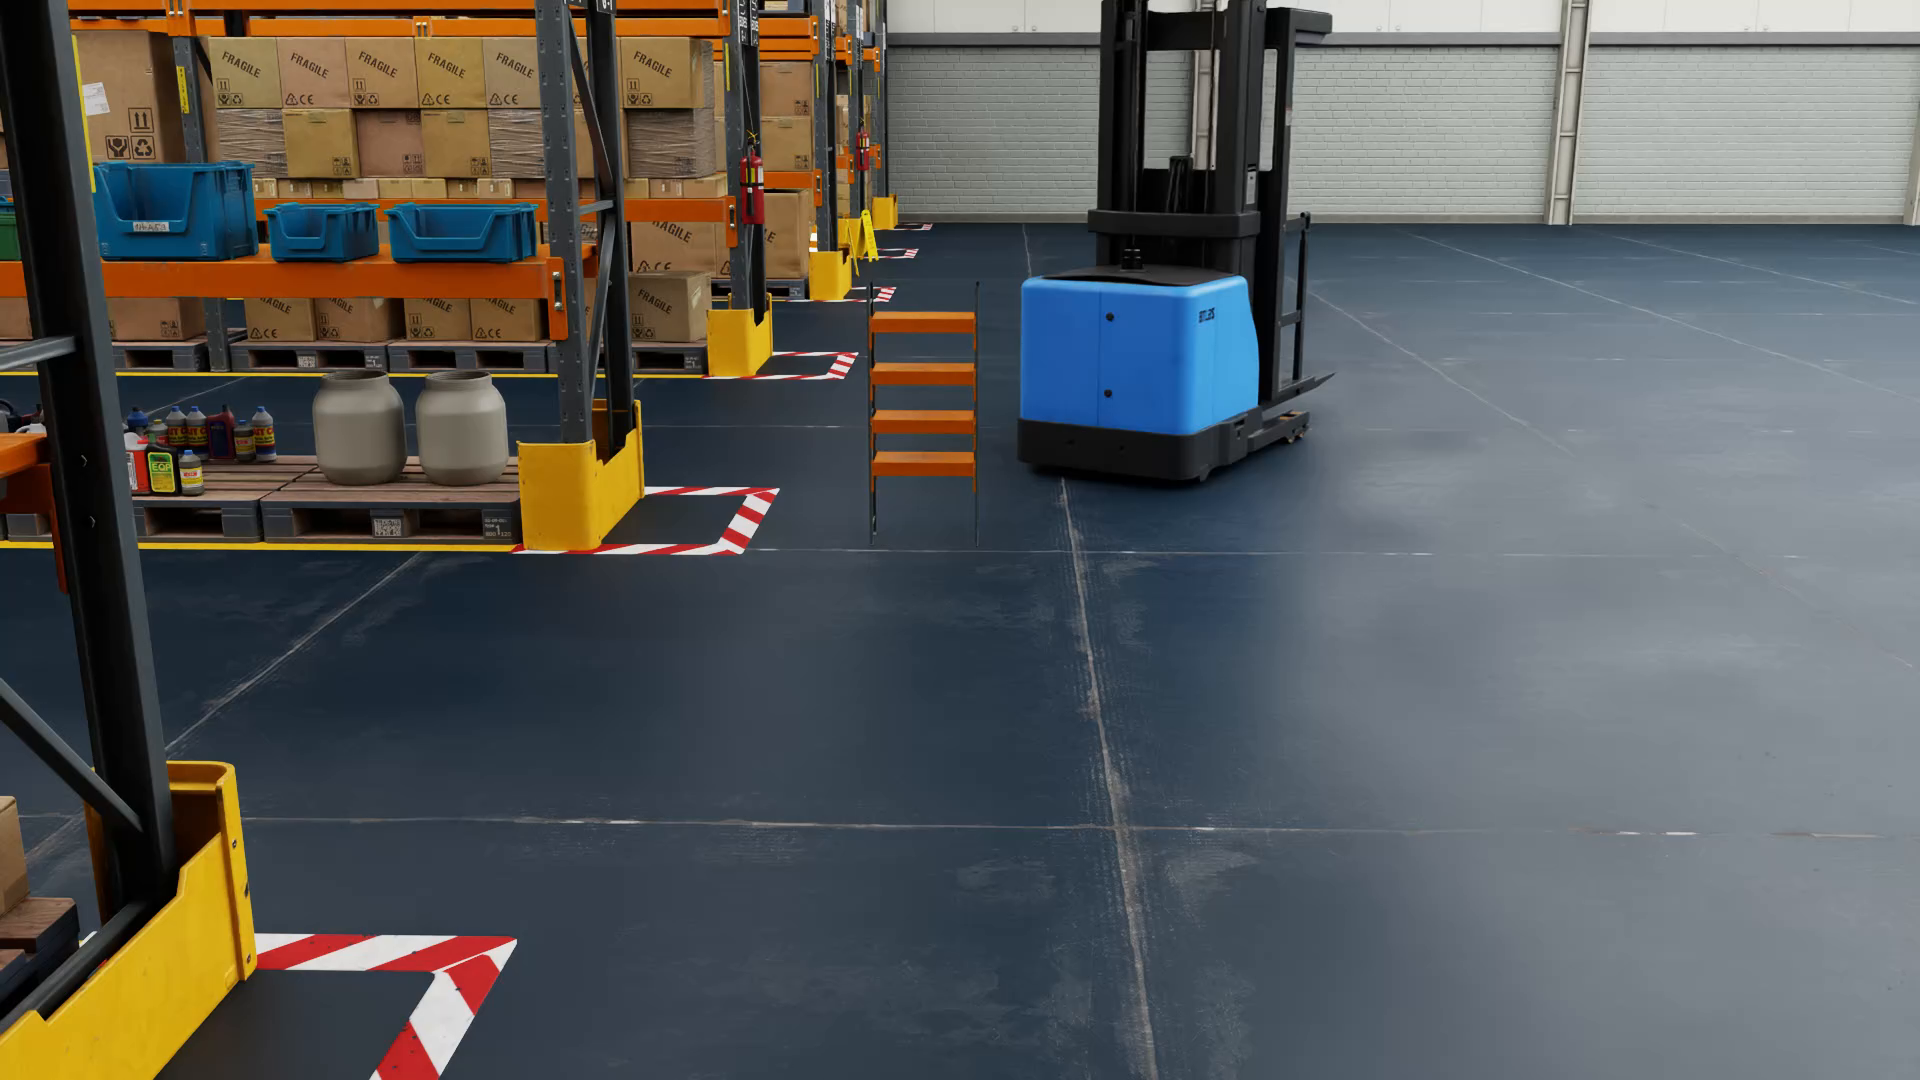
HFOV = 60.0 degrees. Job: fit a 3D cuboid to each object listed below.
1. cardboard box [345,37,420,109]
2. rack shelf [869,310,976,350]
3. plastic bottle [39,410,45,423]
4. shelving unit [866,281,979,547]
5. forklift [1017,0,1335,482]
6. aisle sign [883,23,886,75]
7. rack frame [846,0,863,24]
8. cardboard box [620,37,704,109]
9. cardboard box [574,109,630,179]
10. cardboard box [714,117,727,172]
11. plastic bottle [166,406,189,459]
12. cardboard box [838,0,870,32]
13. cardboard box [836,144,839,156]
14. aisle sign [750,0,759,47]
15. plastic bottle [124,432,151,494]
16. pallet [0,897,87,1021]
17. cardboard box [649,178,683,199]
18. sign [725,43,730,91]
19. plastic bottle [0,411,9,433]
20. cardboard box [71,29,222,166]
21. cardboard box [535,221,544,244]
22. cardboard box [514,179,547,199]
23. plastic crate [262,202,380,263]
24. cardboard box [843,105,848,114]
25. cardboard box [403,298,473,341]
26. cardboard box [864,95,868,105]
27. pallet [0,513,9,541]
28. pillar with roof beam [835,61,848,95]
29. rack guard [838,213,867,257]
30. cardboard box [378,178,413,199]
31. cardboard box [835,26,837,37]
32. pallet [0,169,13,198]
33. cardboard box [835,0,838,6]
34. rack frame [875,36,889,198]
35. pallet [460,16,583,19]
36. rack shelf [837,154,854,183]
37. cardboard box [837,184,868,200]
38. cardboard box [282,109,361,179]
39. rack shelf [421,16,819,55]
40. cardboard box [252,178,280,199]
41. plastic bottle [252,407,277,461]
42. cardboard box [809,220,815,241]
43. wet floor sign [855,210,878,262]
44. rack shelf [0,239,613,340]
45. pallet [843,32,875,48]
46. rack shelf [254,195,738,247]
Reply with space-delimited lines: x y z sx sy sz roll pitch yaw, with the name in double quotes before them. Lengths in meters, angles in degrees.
"cardboard box" -4.190 -3.452 12.304 0.500 0.500 0.500 0 15 1
"rack shelf" -0.165 -0.961 7.591 0.480 0.148 0.258 0 15 1
"plastic bottle" -4.594 -0.585 8.507 0.185 0.351 0.144 0 15 1
"shelving unit" -0.165 -0.581 7.691 0.503 1.200 0.258 0 15 1
"forklift" 1.495 -2.053 9.875 1.130 2.935 3.031 8 17 29
"aisle sign" -1.200 -7.799 26.424 0.004 0.787 0.394 0 15 1
"rack frame" -1.381 -8.252 21.477 0.127 3.000 1.000 0 15 1
"cardboard box" -2.190 -3.440 12.260 0.500 0.500 0.500 0 15 1
"cardboard box" -2.686 -2.999 12.550 0.500 0.500 0.875 0 15 1
"cardboard box" -2.329 -4.150 17.394 0.550 0.550 0.875 0 15 1
"plastic bottle" -4.008 -0.549 8.525 0.097 0.271 0.097 0 15 0
"cardboard box" -1.707 -8.308 26.354 0.500 0.500 0.500 1 15 3
"cardboard box" -1.760 -5.178 22.077 0.250 0.149 0.380 1 15 3
"aisle sign" -1.565 -4.157 12.621 0.004 0.787 0.394 0 15 1
"plastic bottle" -3.859 -0.365 7.822 0.135 0.276 0.152 0 15 2
"pallet" -2.657 1.056 3.423 1.213 0.211 1.003 0 15 1
"cardboard box" -2.174 -2.654 12.510 0.250 0.149 0.380 0 15 1
"sign" -1.668 -3.395 11.940 0.005 0.325 0.100 0 15 1
"plastic bottle" -4.895 -0.513 8.381 0.135 0.276 0.152 0 15 1
"cardboard box" -6.424 -3.384 12.787 1.000 1.000 1.000 0 15 2
"cardboard box" -4.778 -3.268 17.689 0.875 0.875 0.875 1 15 2
"cardboard box" -3.174 -2.656 12.518 0.250 0.149 0.380 0 15 1
"plastic crate" -2.918 -1.422 7.640 0.408 0.251 0.499 0 15 1
"cardboard box" -1.868 -6.904 26.661 0.250 0.149 0.380 1 15 2
"cardboard box" -4.039 -1.846 13.033 0.500 0.500 0.500 -1 15 -4
"cardboard box" -1.622 -7.072 26.712 0.250 0.149 0.380 0 15 2
"pallet" -5.089 -0.224 8.274 1.213 0.211 1.003 0 15 1
"pillar with roof beam" -2.041 -8.654 23.003 0.400 9.000 9.100 0 15 1
"rack guard" -1.457 -4.143 22.564 0.348 0.500 1.175 0 15 1
"cardboard box" -4.175 -2.649 12.491 0.250 0.149 0.380 0 15 1
"cardboard box" -1.745 -6.611 21.631 0.250 0.149 0.380 0 15 2
"pallet" -7.652 -2.781 12.877 1.213 0.211 1.003 0 15 1
"cardboard box" -1.727 -6.993 21.513 0.250 0.149 0.380 1 15 2
"rack frame" -1.258 -6.617 27.041 0.127 3.000 1.000 0 15 1
"pallet" -4.588 -5.514 17.153 1.213 0.211 1.003 0 15 1
"rack shelf" -3.380 -5.016 22.384 4.000 0.370 1.077 0 15 1
"cardboard box" -1.753 -5.656 26.984 0.500 0.250 0.500 0 15 1
"cardboard box" -4.686 -3.011 12.595 0.500 0.500 0.875 0 15 1
"rack shelf" -3.406 -5.204 17.214 4.000 0.370 1.077 0 15 1
"cardboard box" -5.176 -2.646 12.480 0.250 0.149 0.380 0 15 1
"plastic bottle" -3.565 -0.546 8.514 0.097 0.271 0.097 0 15 0
"cardboard box" -2.220 -4.162 22.300 0.500 0.250 0.500 0 15 1
"wet floor sign" -1.219 -3.939 21.504 0.232 0.644 0.267 6 16 21
"rack shelf" -3.760 -1.226 8.017 4.000 0.370 1.077 0 15 1
"pallet" -1.964 -8.036 26.712 1.213 0.211 1.003 0 15 1
"rack shelf" -3.634 -2.489 12.805 4.000 0.370 1.077 0 15 1
